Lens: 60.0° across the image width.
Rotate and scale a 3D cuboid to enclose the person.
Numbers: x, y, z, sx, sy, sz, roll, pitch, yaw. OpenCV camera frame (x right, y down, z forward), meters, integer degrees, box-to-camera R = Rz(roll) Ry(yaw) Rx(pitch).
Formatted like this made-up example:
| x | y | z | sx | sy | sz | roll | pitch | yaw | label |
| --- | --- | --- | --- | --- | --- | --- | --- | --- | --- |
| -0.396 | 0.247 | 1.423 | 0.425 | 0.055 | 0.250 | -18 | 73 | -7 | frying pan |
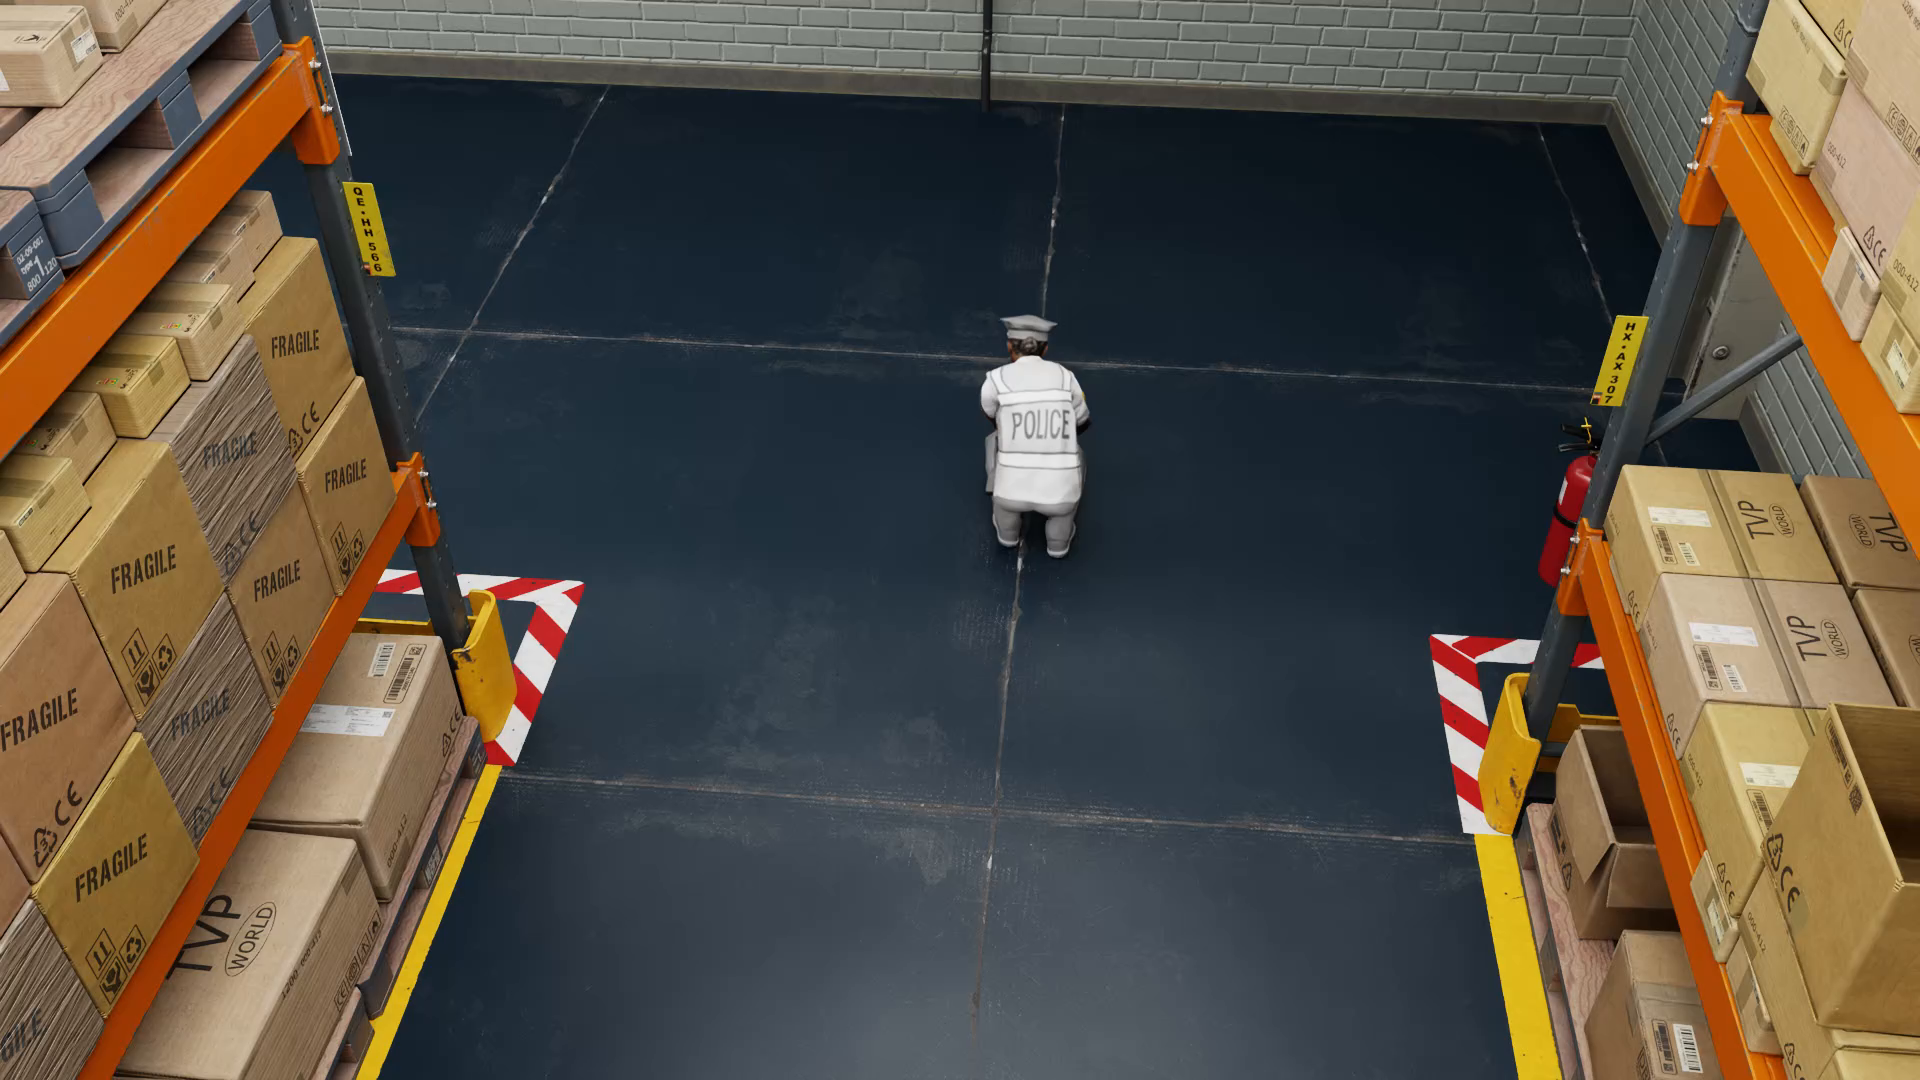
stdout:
| x | y | z | sx | sy | sz | roll | pitch | yaw | label |
| --- | --- | --- | --- | --- | --- | --- | --- | --- | --- |
| 0.331 | -0.463 | 7.258 | 0.485 | 0.961 | 0.840 | 3 | 40 | 3 | person |
